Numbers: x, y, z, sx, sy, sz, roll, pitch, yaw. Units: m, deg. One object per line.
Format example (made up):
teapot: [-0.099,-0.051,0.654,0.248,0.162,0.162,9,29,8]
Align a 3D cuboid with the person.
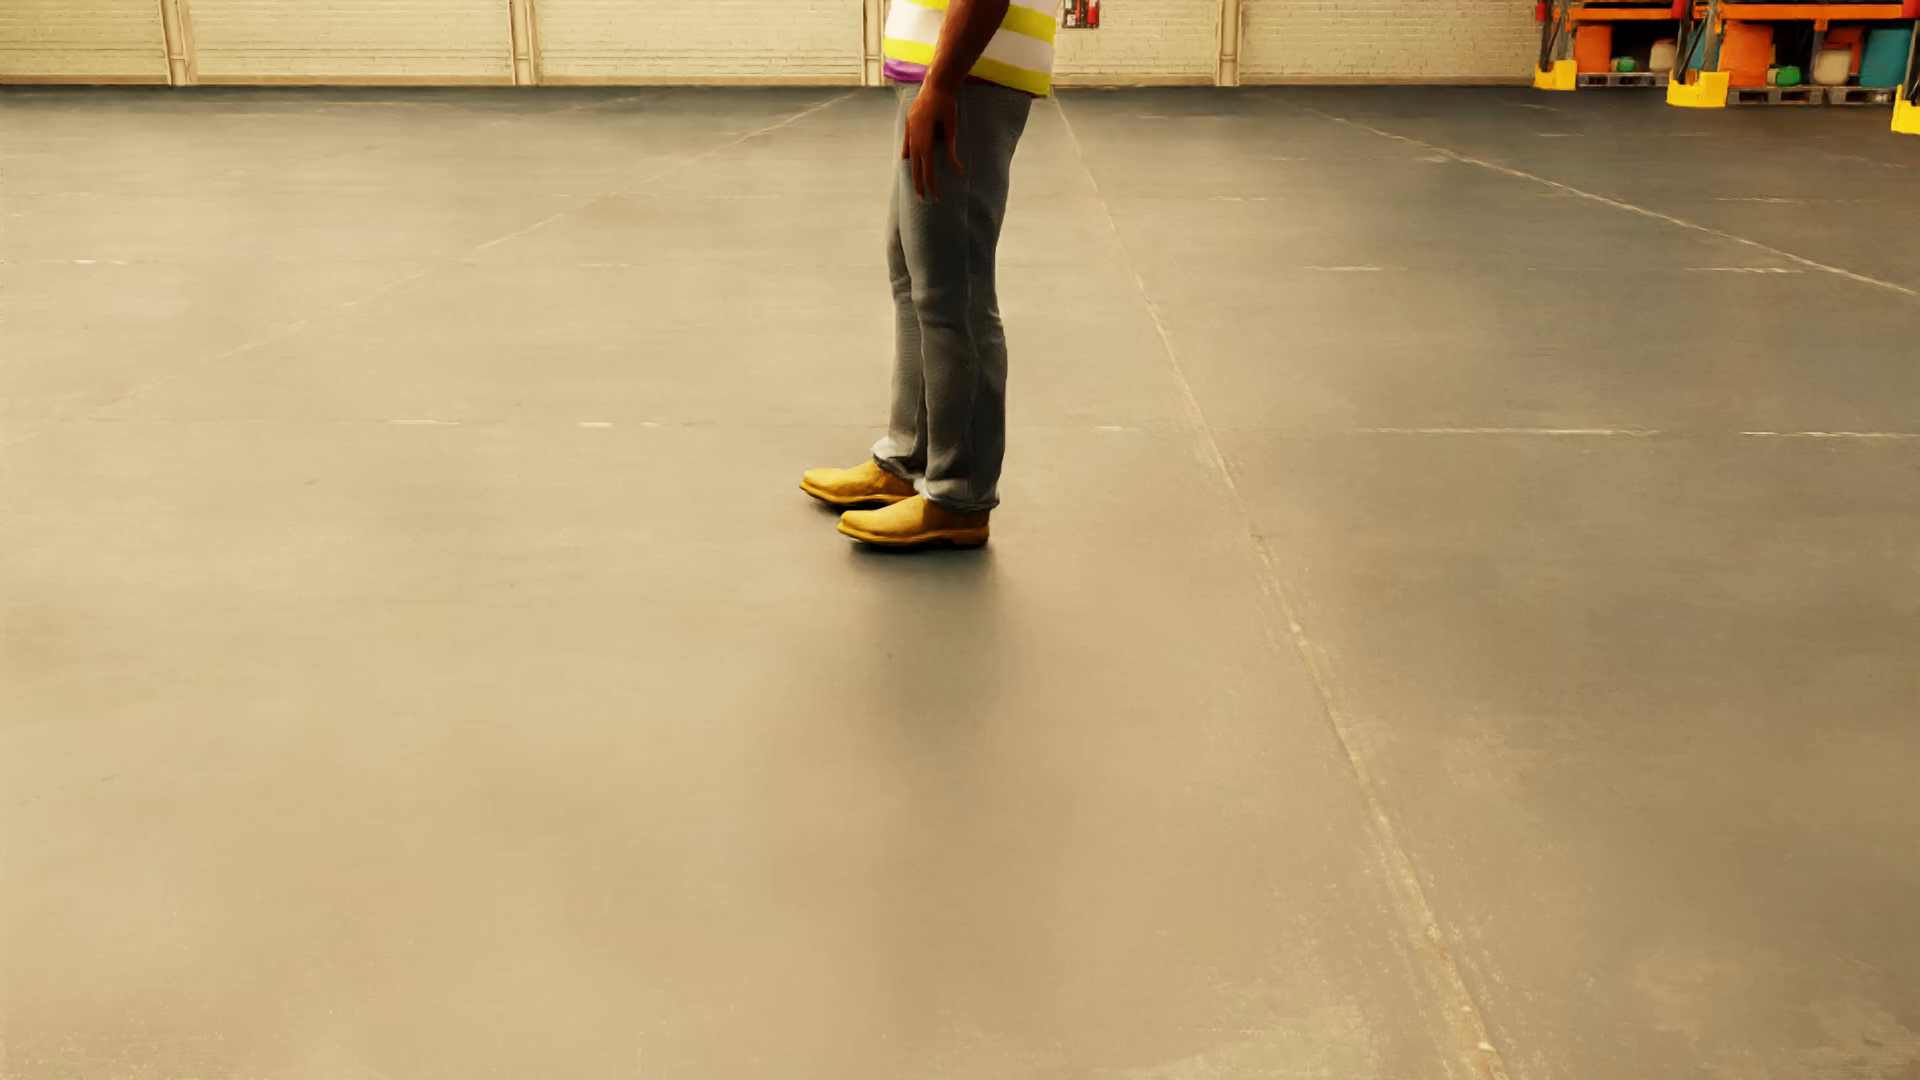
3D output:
person: [-0.069,-0.853,3.115,0.576,1.766,0.665,1,17,2]
